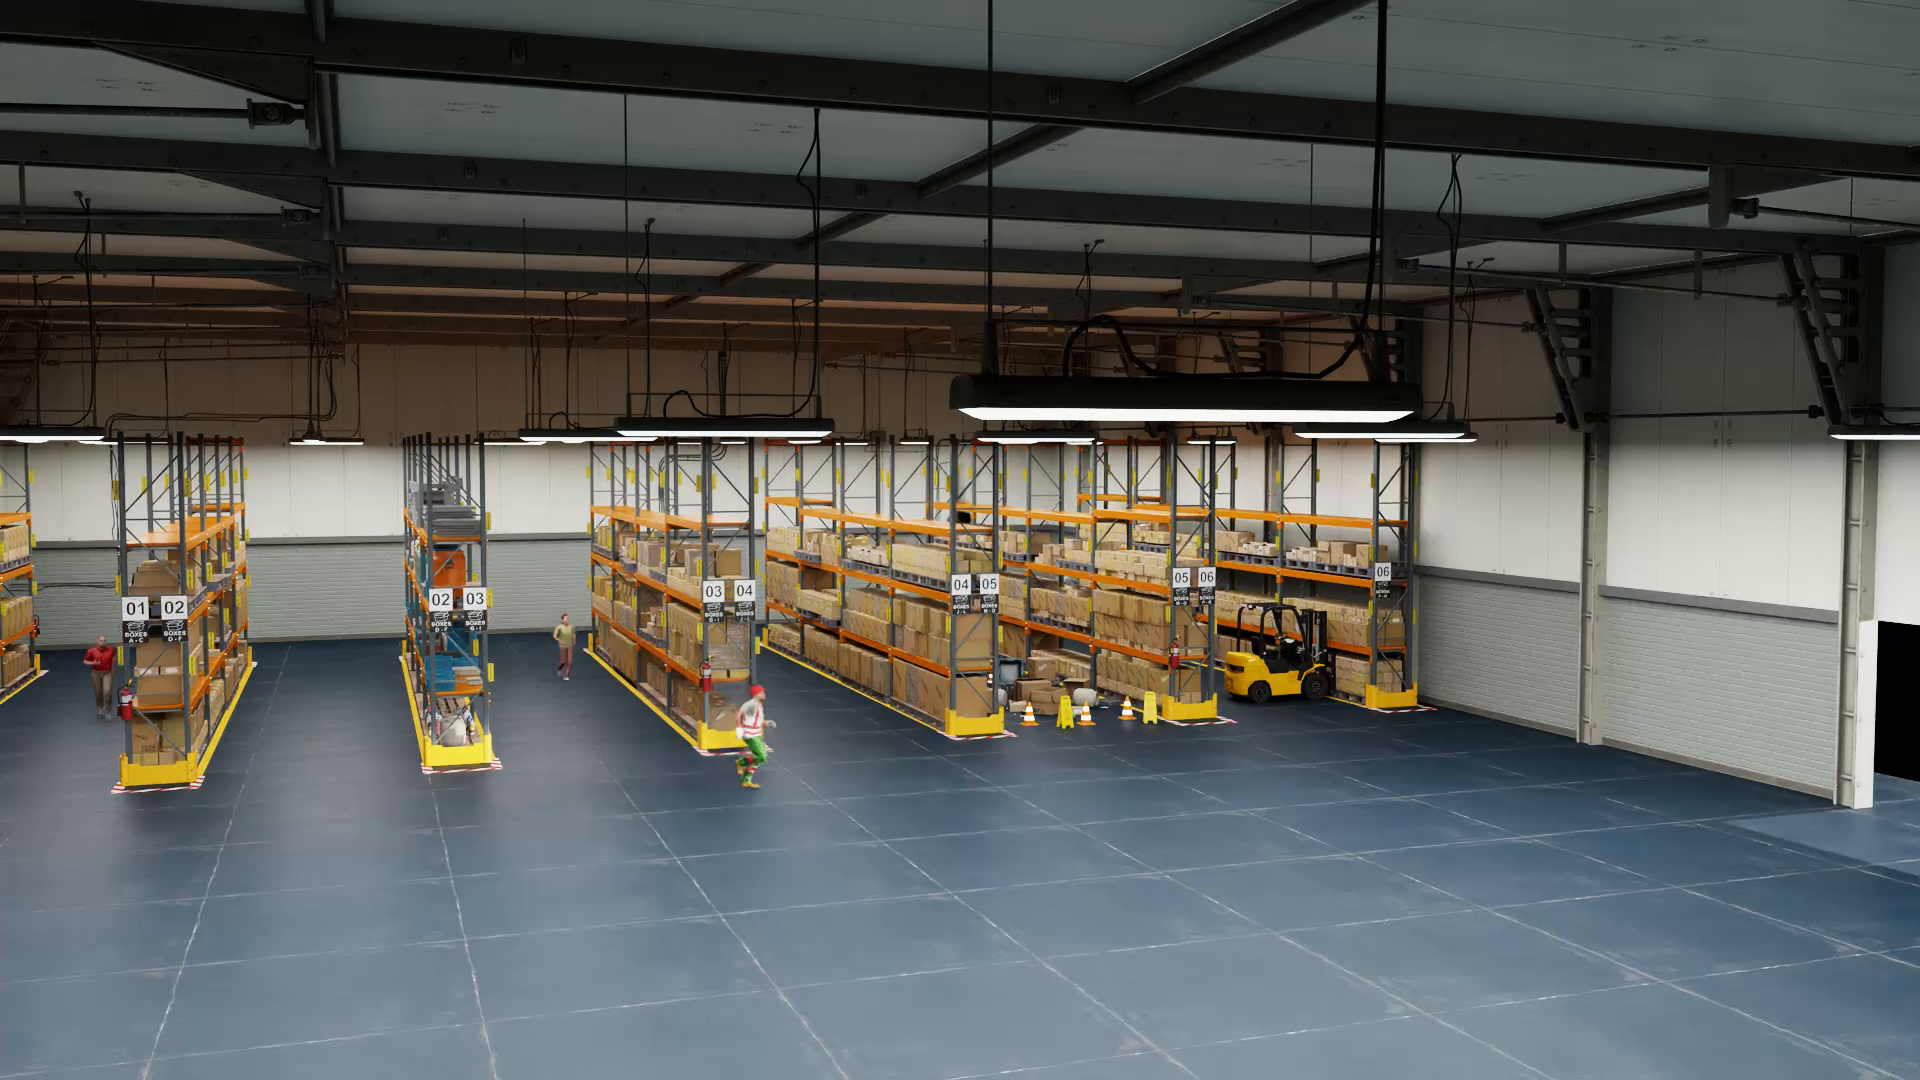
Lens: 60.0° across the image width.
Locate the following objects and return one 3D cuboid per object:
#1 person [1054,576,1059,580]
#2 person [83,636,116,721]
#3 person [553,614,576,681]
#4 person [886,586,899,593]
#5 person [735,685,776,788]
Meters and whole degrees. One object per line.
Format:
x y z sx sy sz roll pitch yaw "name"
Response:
2.896 1.912 48.119 0.647 1.754 0.755 -3 4 -39 "person"
-18.195 2.915 35.200 0.635 1.776 0.883 -2 4 -32 "person"
-9.727 2.637 40.968 0.574 1.626 0.619 -2 4 -33 "person"
-2.169 1.945 52.306 0.765 1.793 0.676 -3 4 -42 "person"
-3.453 3.311 28.027 0.671 1.728 0.709 1 3 13 "person"
